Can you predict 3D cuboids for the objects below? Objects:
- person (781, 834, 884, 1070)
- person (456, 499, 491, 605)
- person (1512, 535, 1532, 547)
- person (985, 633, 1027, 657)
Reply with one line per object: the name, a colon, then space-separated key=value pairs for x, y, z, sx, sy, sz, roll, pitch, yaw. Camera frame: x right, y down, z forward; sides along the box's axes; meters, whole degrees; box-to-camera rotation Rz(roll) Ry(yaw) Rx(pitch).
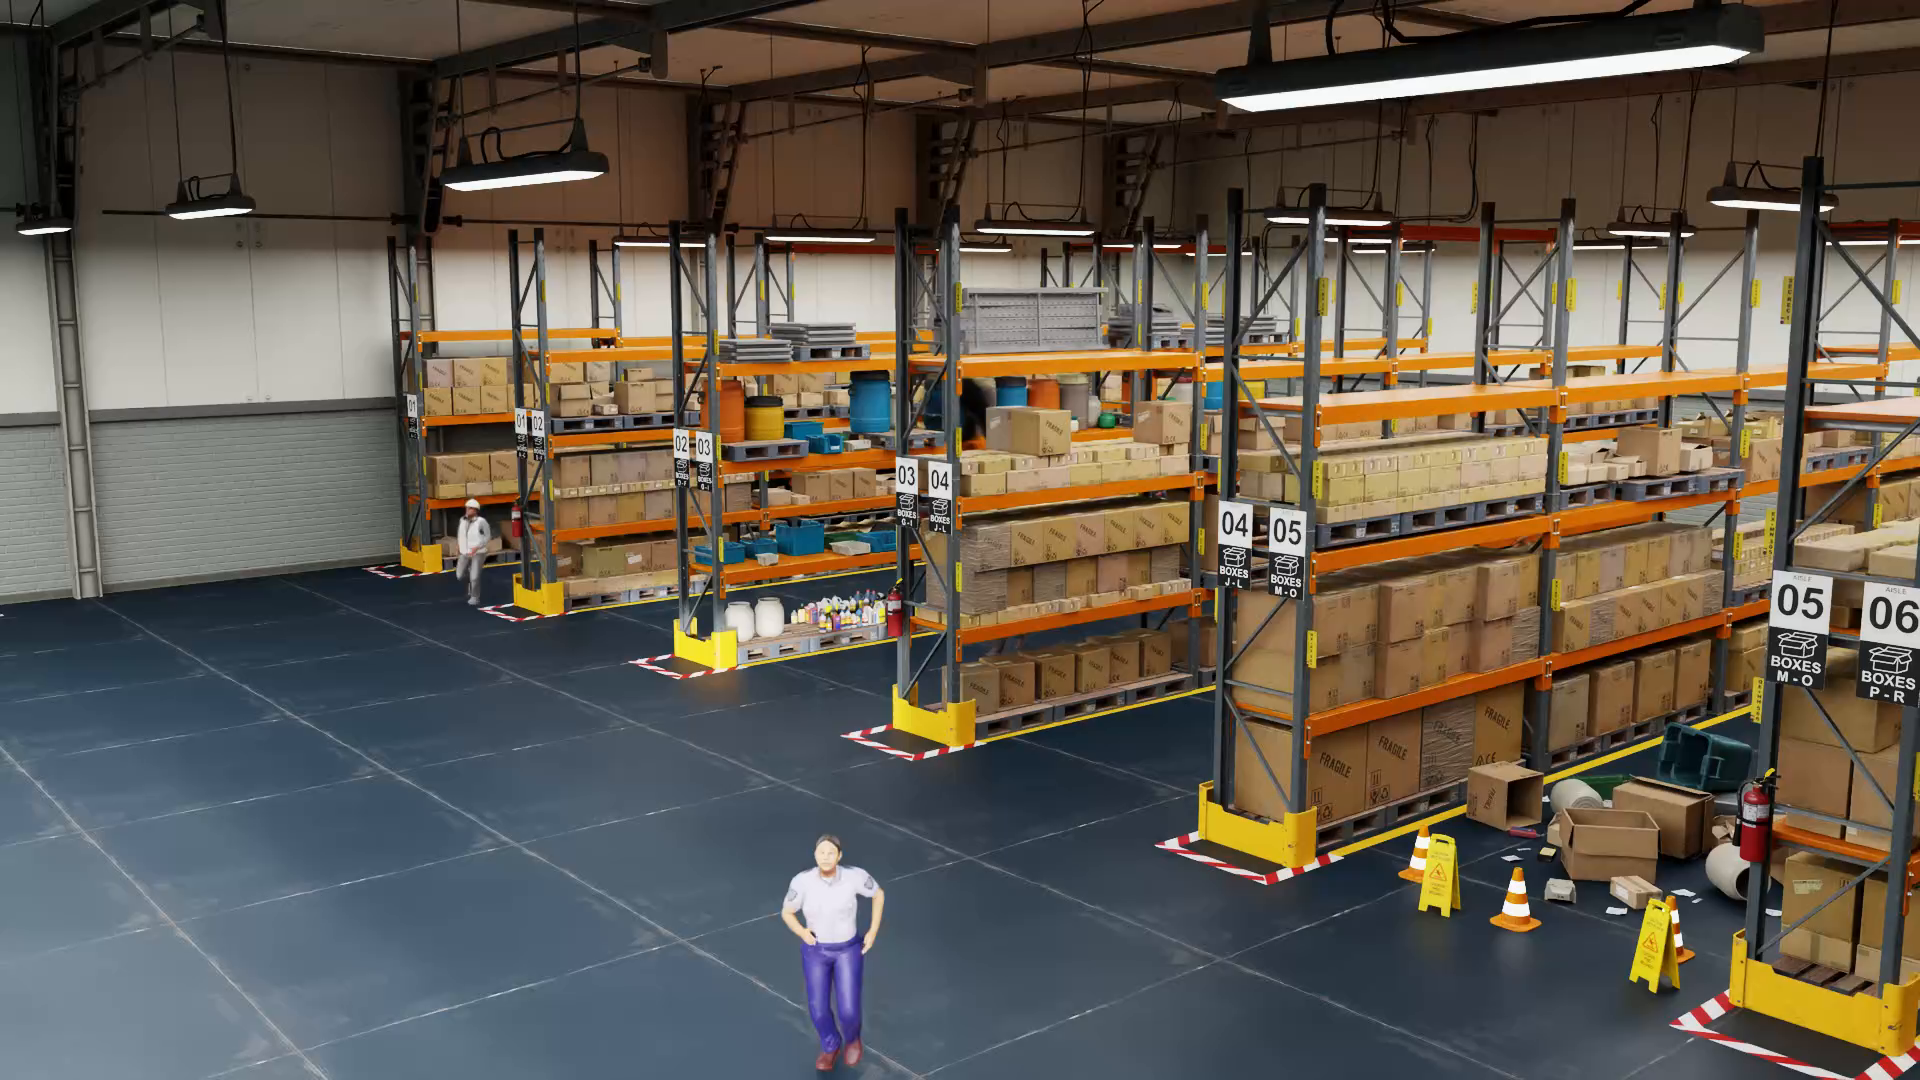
person: x=-0.838 y=2.754 z=10.846 sx=0.661 sy=1.537 sz=0.570 roll=0 pitch=9 yaw=2
person: x=-7.899 y=0.193 z=26.955 sx=0.656 sy=1.735 sz=0.535 roll=2 pitch=9 yaw=13
person: x=8.001 y=0.668 z=23.694 sx=0.705 sy=1.809 sz=0.620 roll=-7 pitch=11 yaw=-40
person: x=0.622 y=0.685 z=21.981 sx=0.582 sy=1.680 sz=0.849 roll=9 pitch=12 yaw=44
